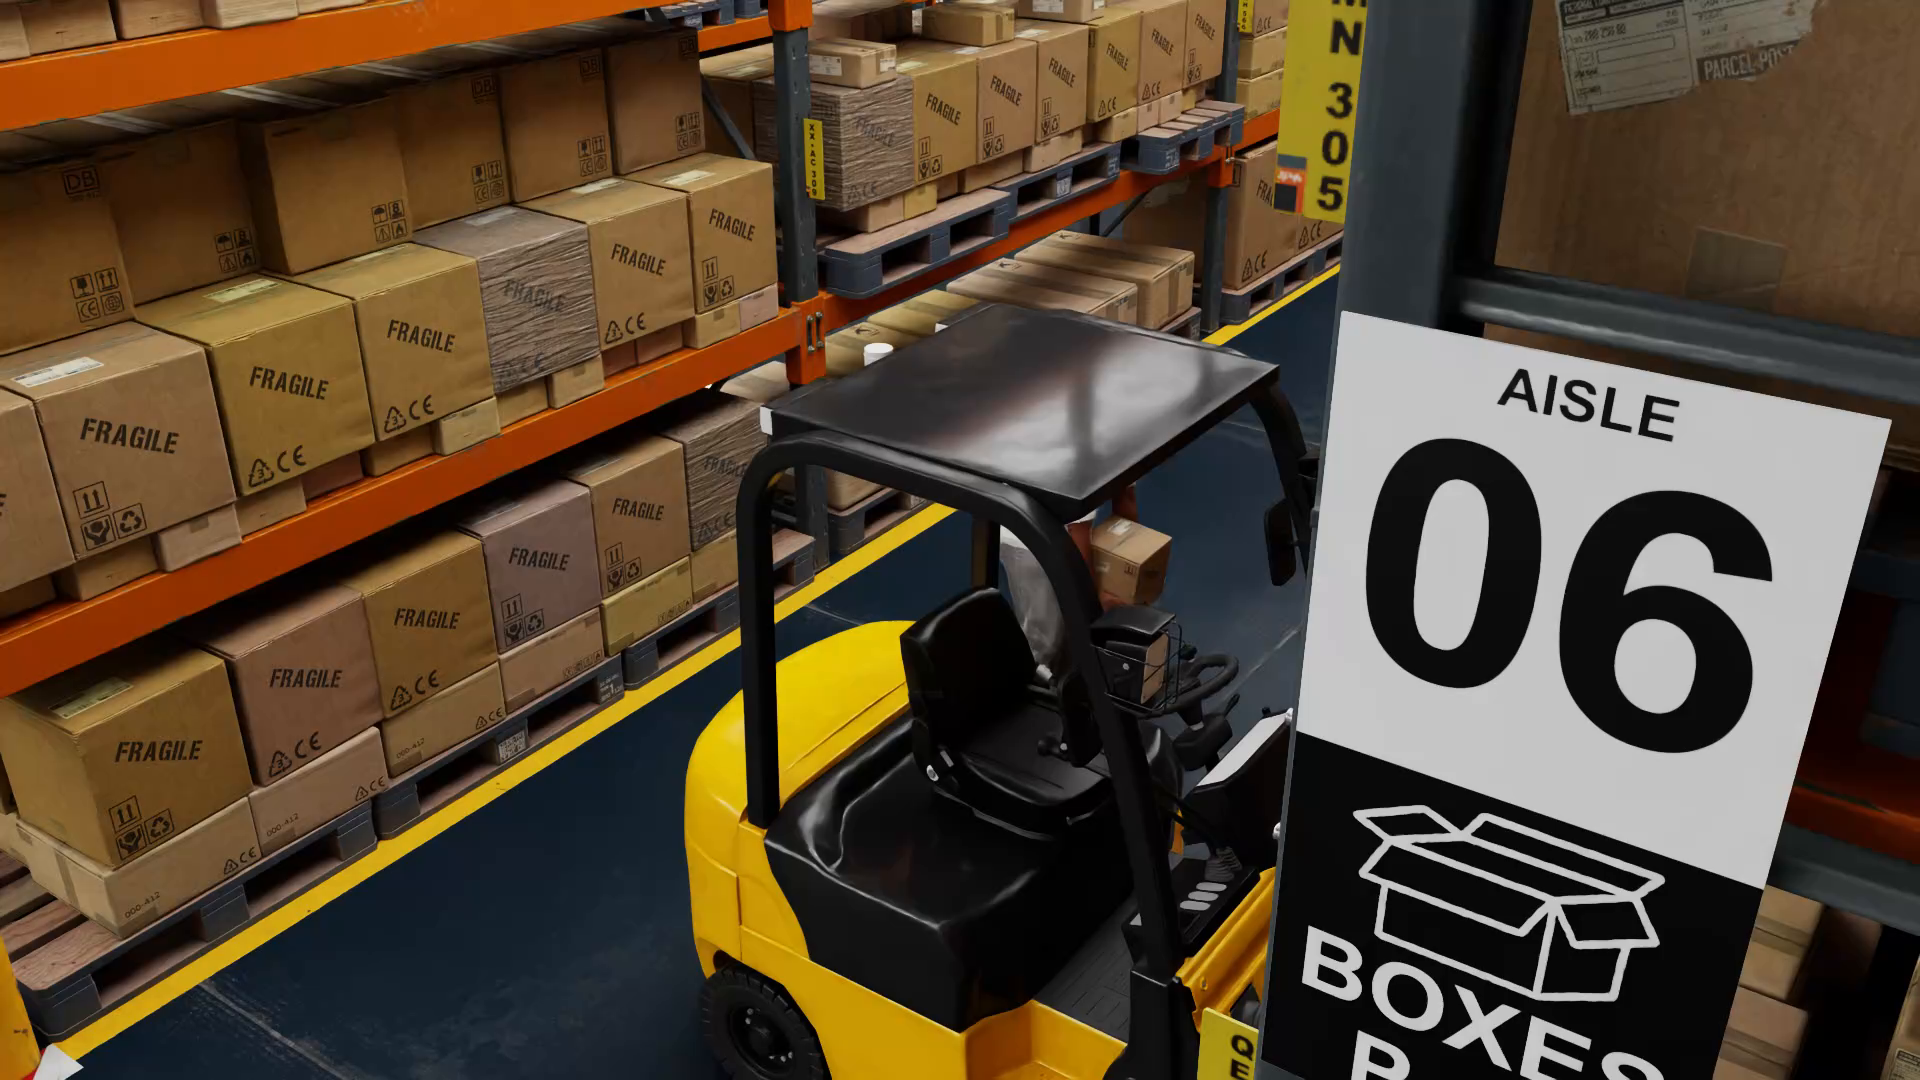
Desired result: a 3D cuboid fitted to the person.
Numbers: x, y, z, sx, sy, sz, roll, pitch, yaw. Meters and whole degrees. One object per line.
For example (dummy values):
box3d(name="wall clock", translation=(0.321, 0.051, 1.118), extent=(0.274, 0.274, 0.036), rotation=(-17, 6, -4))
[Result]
box3d(name="person", translation=(0.455, 0.035, 6.141), extent=(0.690, 1.656, 0.483), rotation=(17, 31, 30))
